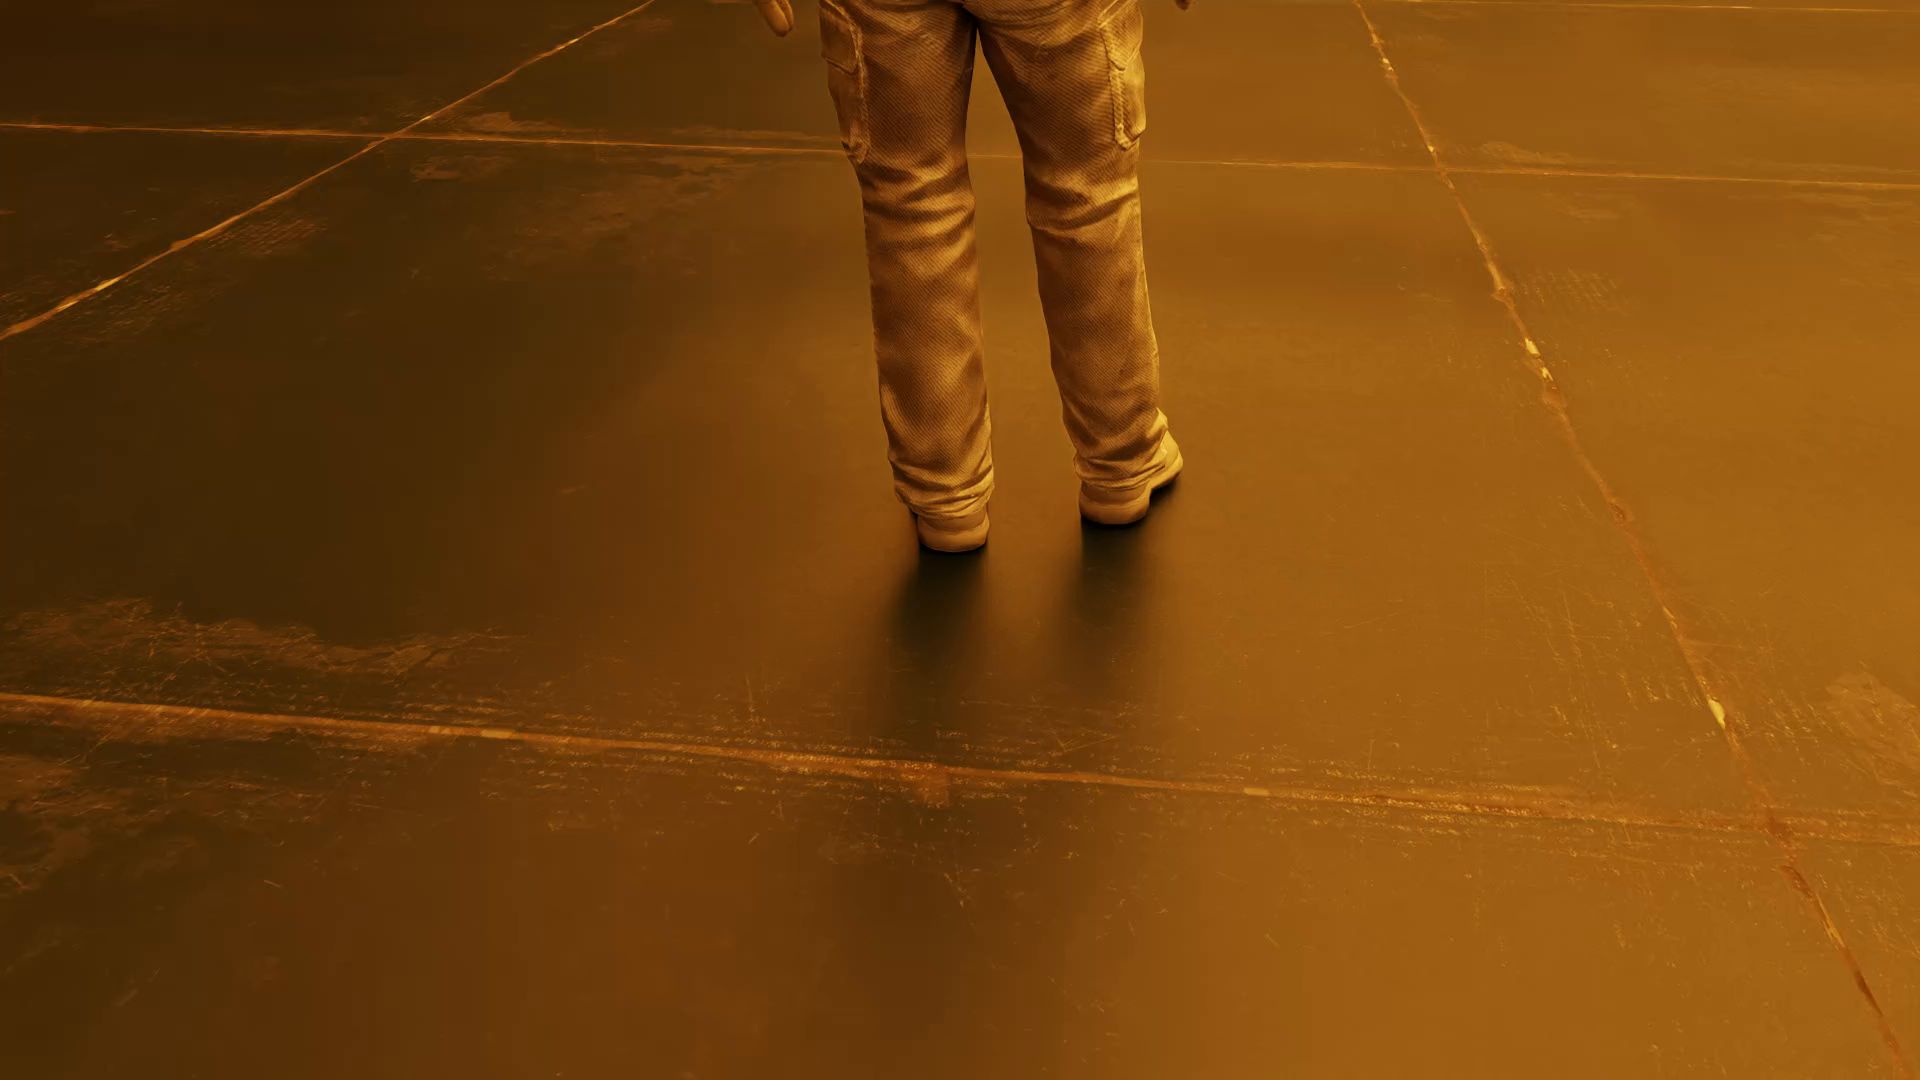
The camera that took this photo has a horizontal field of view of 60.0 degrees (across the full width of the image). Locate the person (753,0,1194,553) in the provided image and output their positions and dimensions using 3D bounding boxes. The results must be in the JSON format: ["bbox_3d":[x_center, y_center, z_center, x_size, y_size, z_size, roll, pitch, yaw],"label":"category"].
[{"bbox_3d":[0.018,-0.836,2.162,0.657,1.785,0.575,3,27,7],"label":"person"}]
